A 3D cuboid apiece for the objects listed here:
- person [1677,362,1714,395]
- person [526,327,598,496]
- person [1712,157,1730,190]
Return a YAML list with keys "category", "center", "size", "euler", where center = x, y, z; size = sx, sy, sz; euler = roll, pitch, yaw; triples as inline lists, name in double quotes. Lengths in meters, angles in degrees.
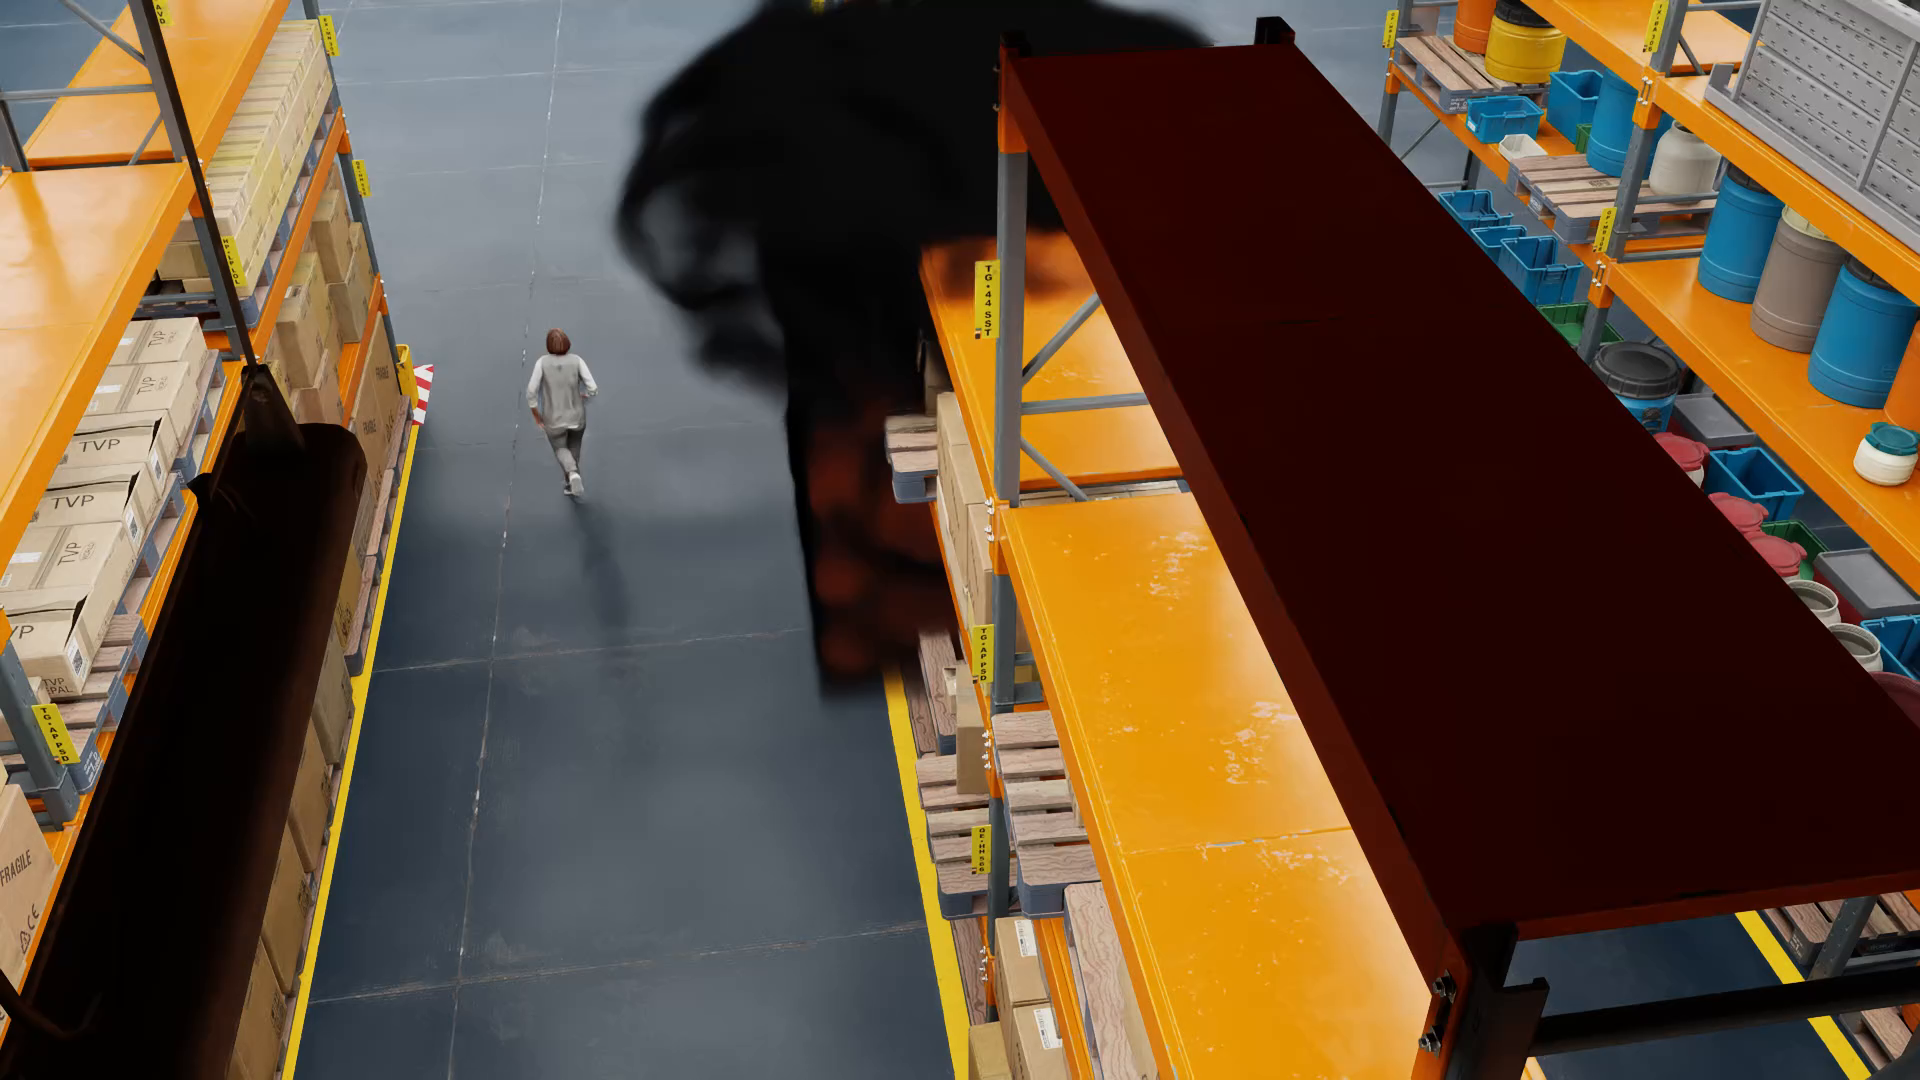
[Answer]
- category: "person"
  center: [6.063, -1.152, 13.632]
  size: [0.586, 1.681, 0.938]
  euler: [-4, 37, -6]
- category: "person"
  center: [-3.176, -0.935, 13.455]
  size: [0.566, 1.566, 0.669]
  euler: [-11, 38, -15]
- category: "person"
  center: [8.920, -4.641, 18.322]
  size: [0.850, 1.804, 0.674]
  euler: [8, 37, 10]
